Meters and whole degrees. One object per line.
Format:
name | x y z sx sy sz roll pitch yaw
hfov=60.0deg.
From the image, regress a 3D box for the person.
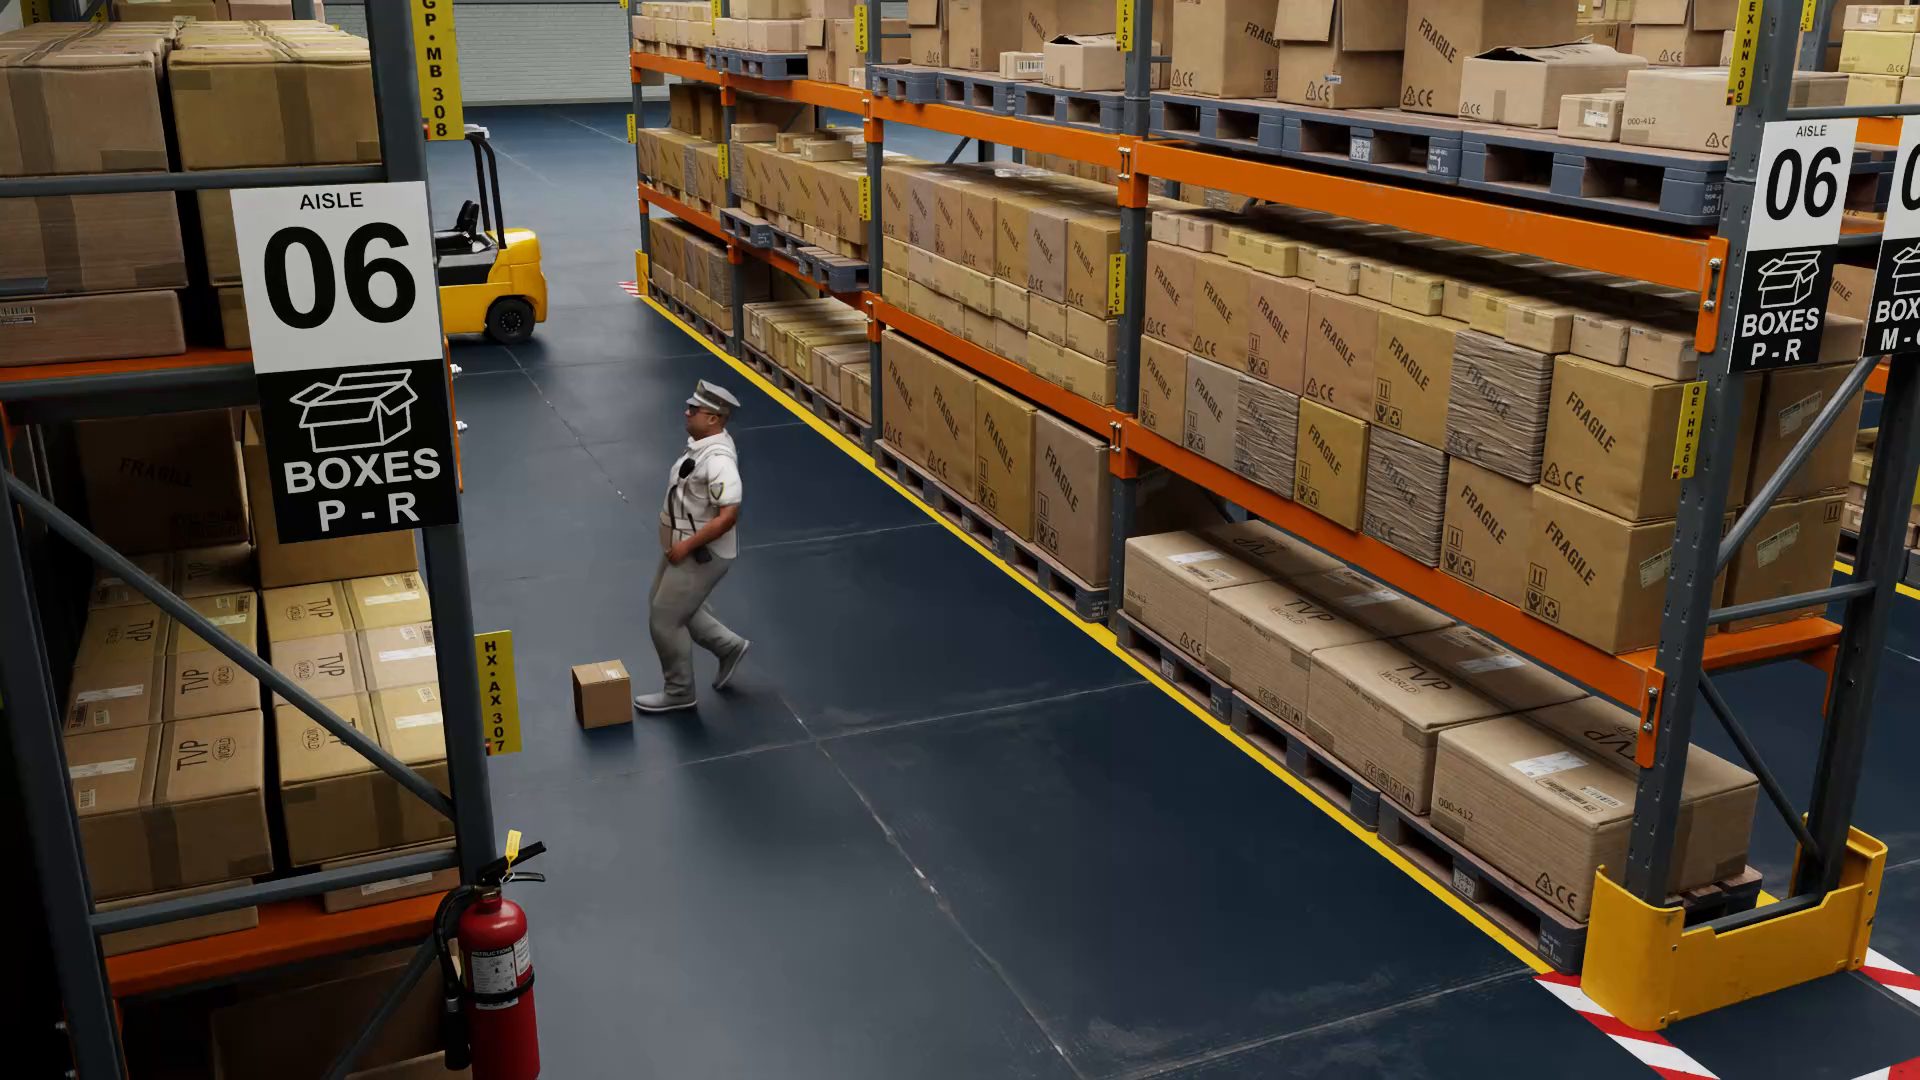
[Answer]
person | -1.388 0.043 8.462 0.648 1.755 0.702 -5 19 -15
